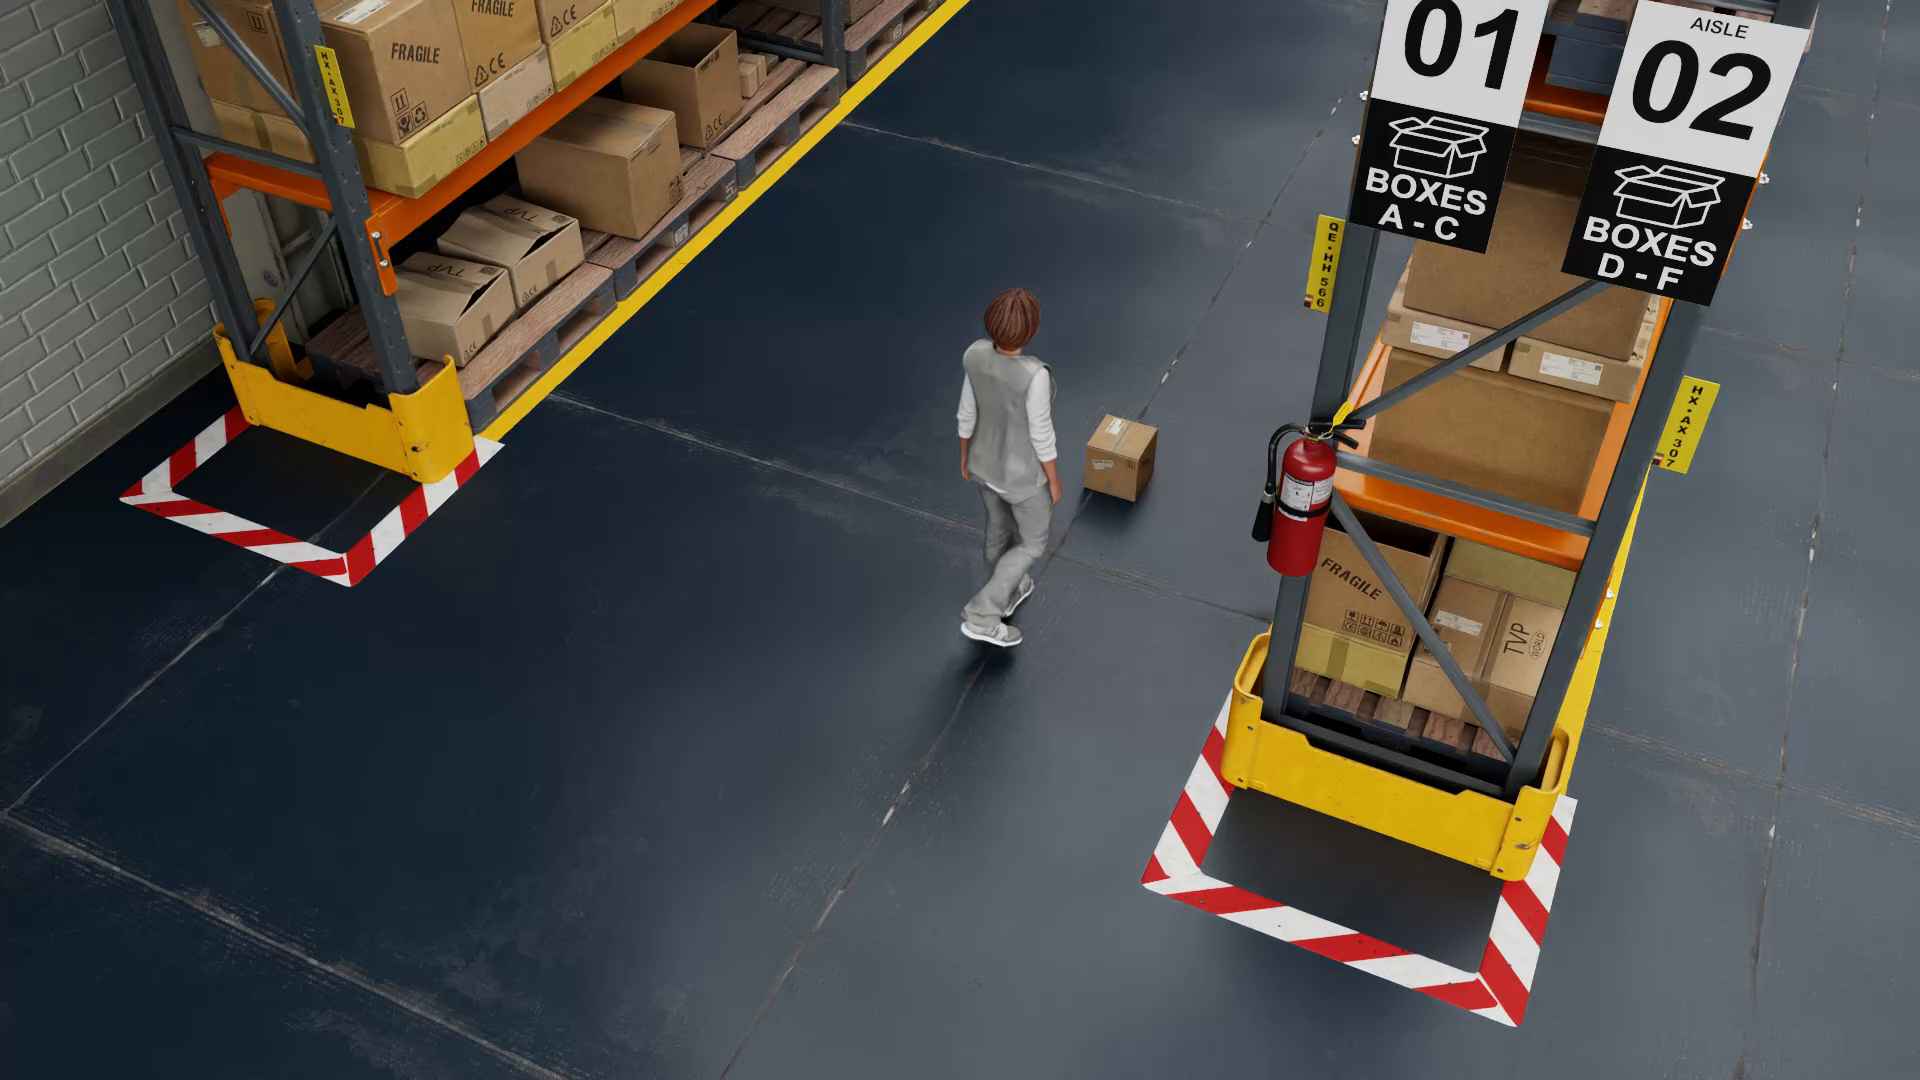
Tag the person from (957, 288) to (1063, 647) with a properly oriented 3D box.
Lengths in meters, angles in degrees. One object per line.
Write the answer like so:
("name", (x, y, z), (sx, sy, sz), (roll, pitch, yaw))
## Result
("person", (0.160, -0.254, 6.437), (0.436, 1.597, 0.526), (31, 51, 29))
